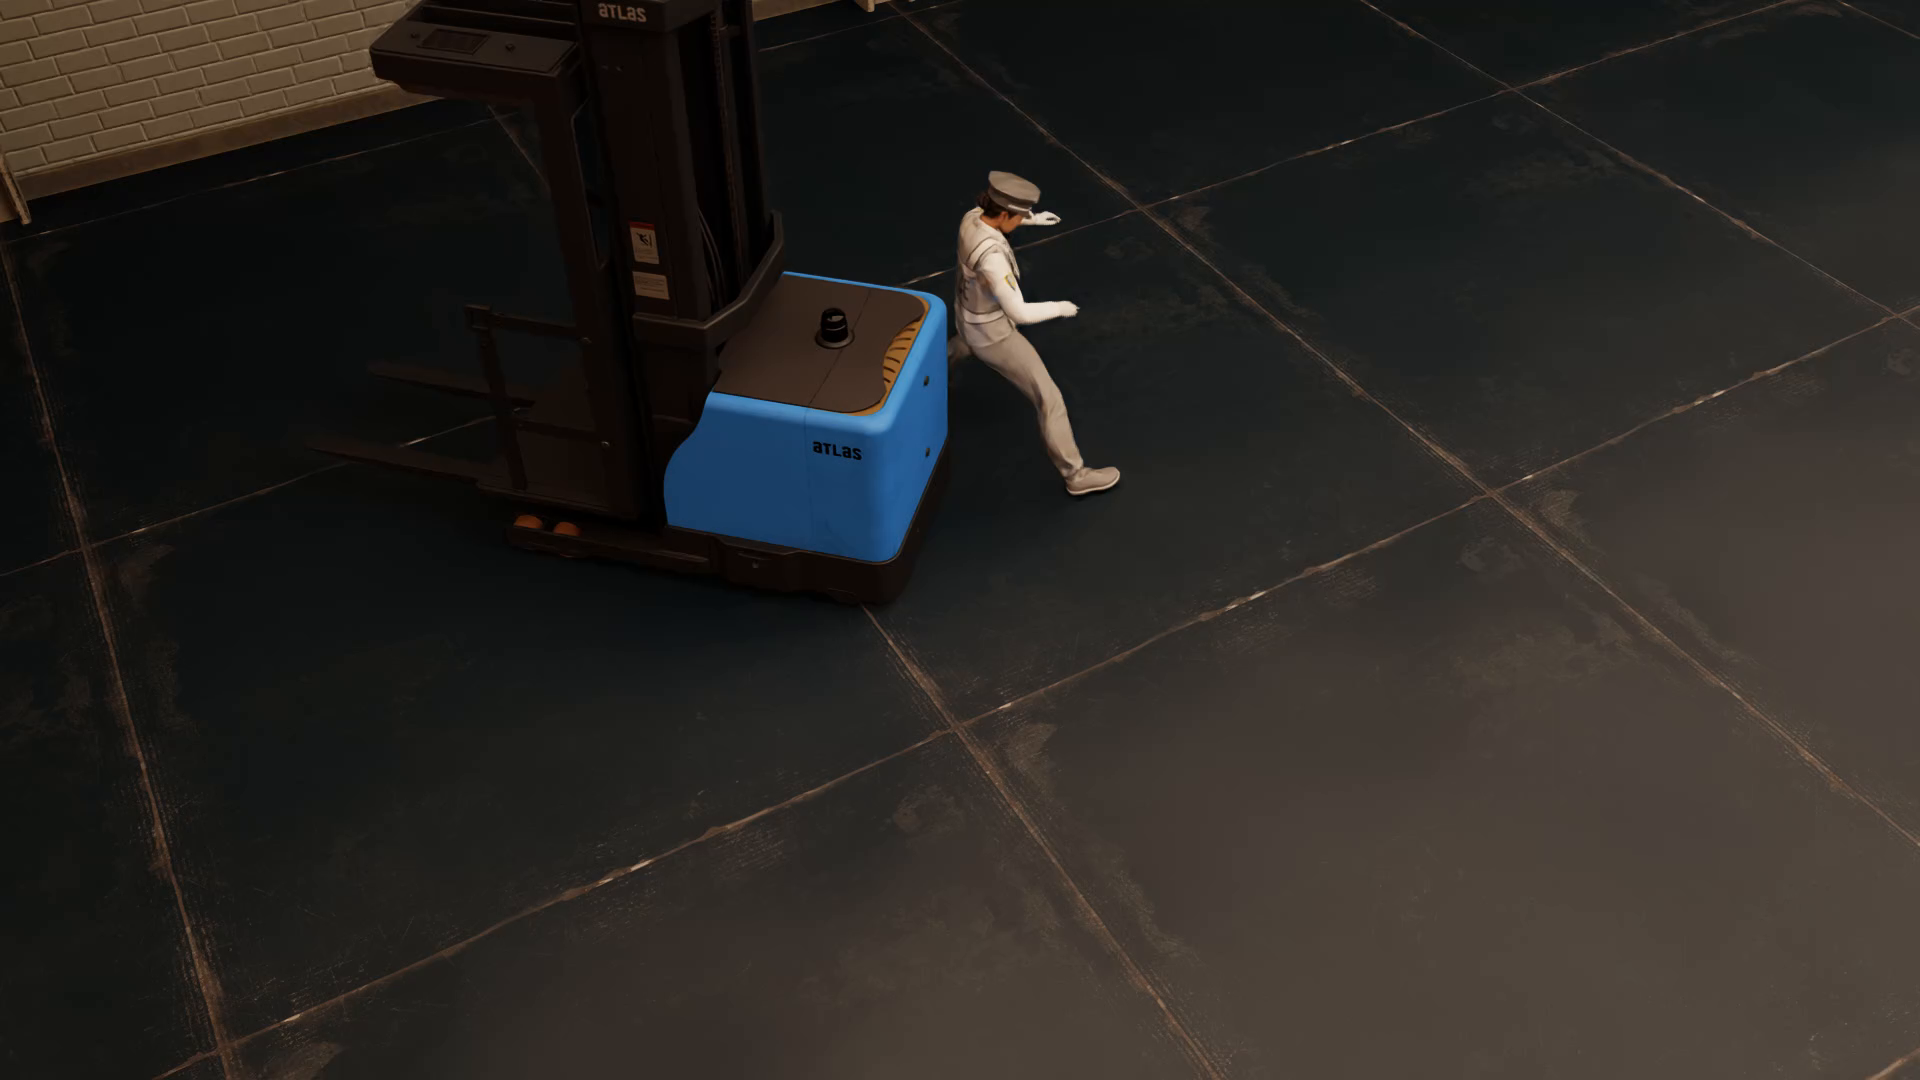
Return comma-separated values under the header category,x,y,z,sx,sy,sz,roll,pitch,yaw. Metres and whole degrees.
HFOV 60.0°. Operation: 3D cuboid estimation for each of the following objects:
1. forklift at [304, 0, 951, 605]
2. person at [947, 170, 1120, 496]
category,x,y,z,sx,sy,sz,roll,pitch,yaw
forklift,-1.620,-1.331,7.132,3.031,2.935,1.130,10,44,11
person,0.273,-1.108,7.977,0.810,1.489,1.209,-9,44,-9
